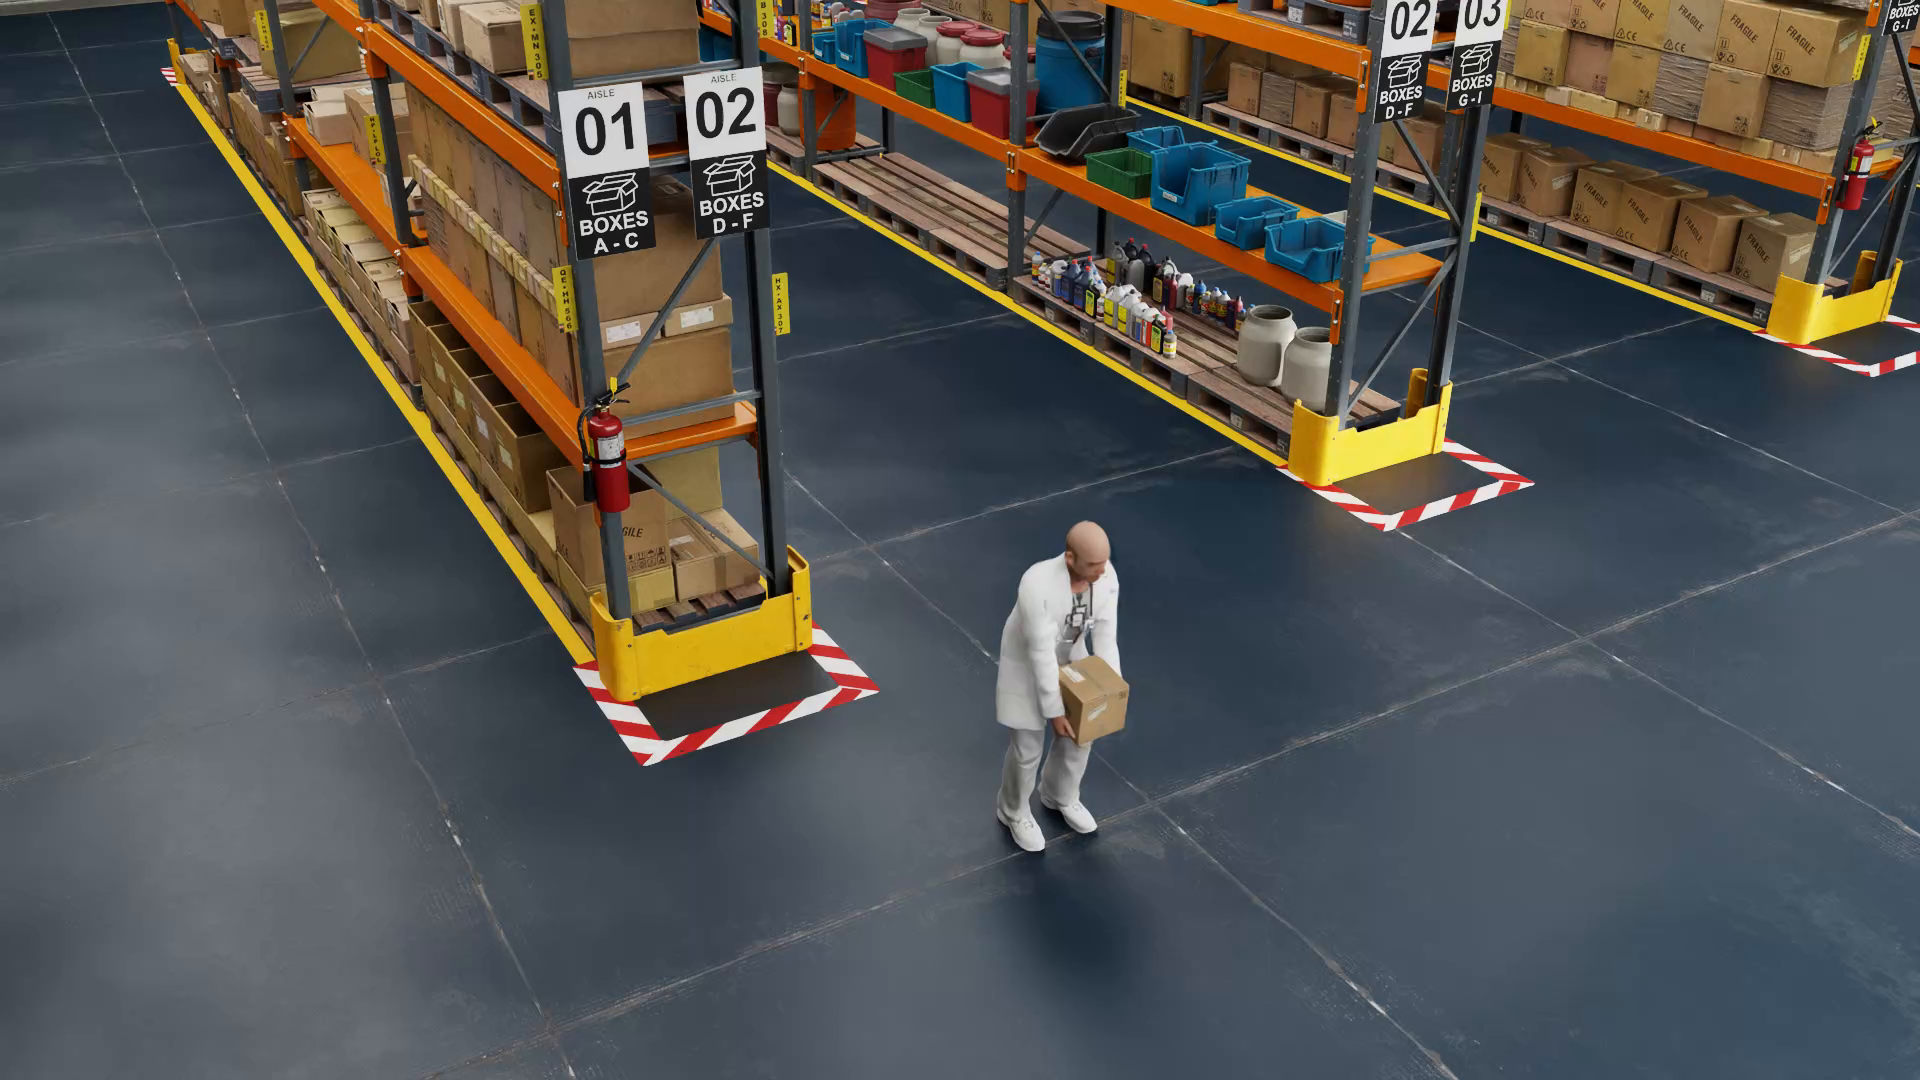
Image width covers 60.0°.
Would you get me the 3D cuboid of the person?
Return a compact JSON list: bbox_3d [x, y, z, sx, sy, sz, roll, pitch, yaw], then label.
[{"bbox_3d":[0.449,0.641,7.478,0.541,1.720,0.618,-16,33,-27],"label":"person"}]
